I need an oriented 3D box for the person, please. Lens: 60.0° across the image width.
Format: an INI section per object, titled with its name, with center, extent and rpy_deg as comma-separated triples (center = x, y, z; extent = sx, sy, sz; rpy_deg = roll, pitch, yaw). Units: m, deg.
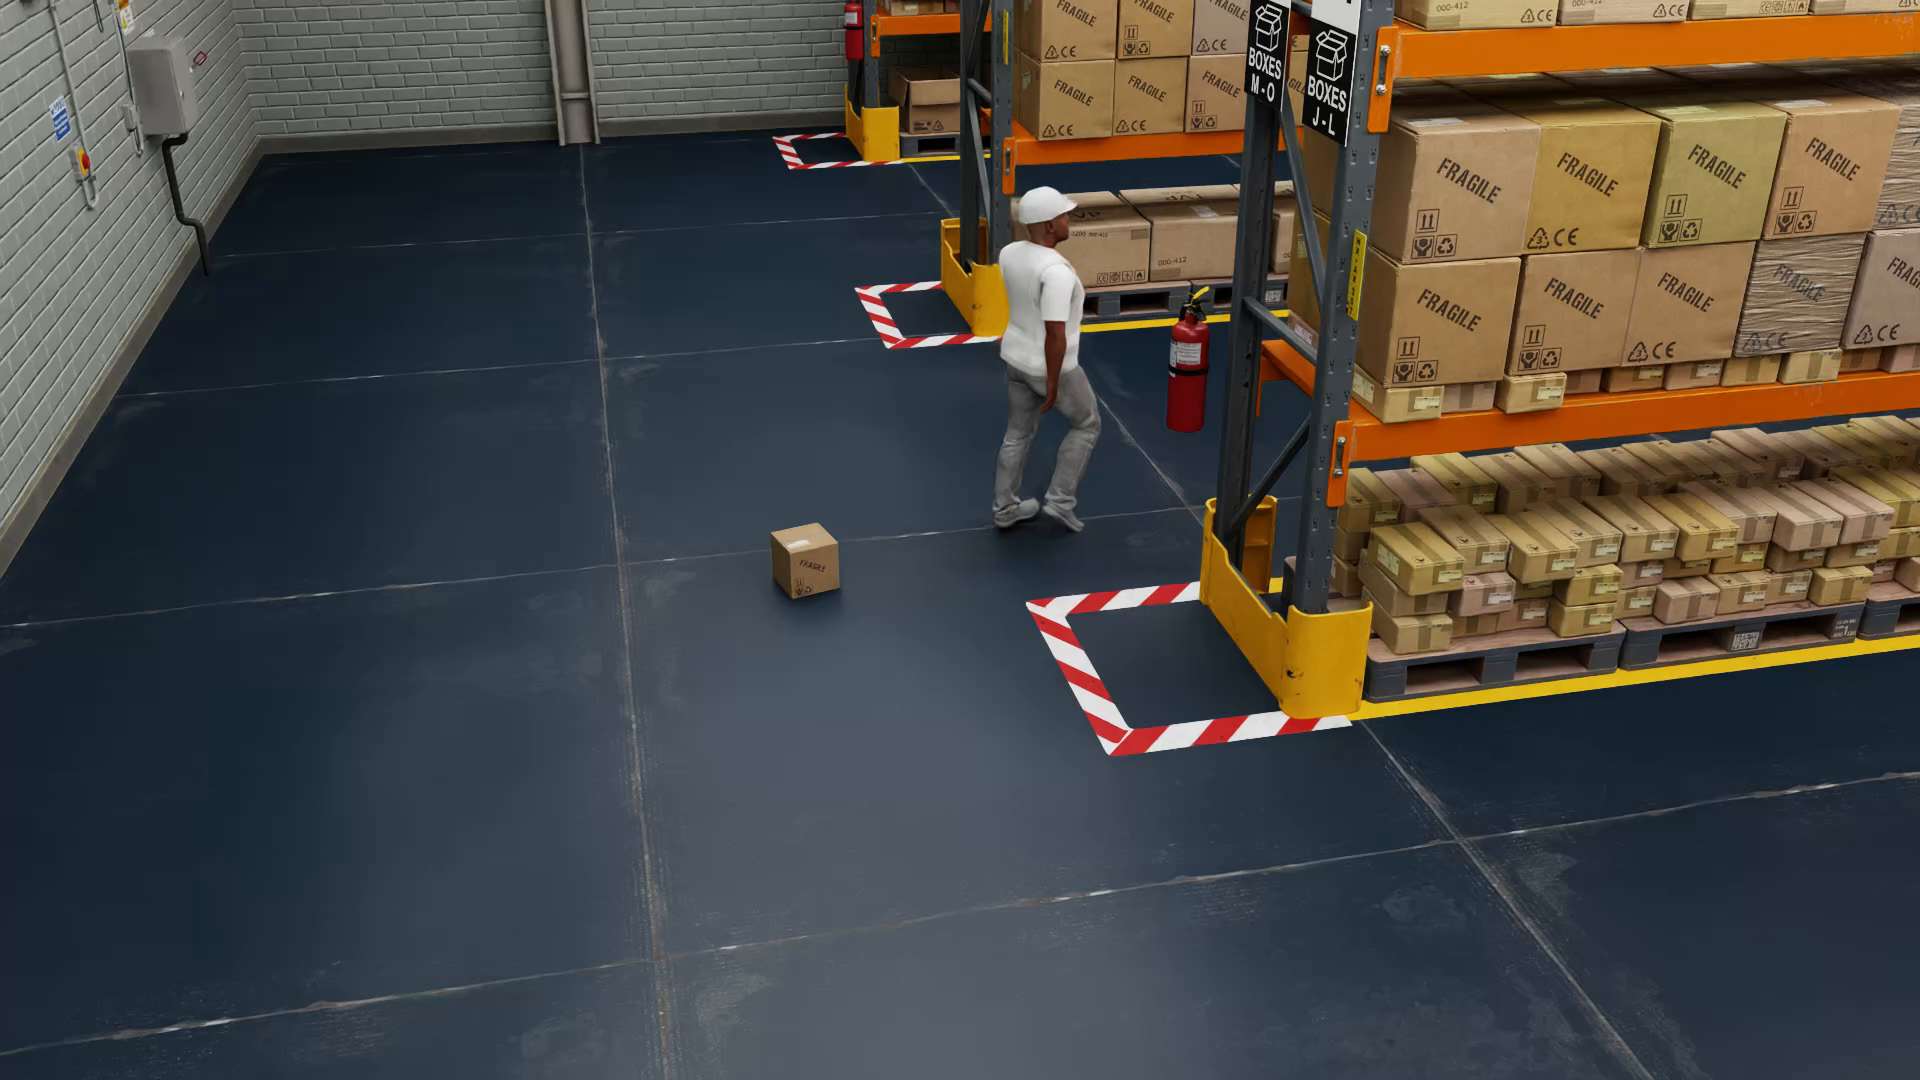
[person]
center = 0.421, -0.864, 8.314
extent = 0.524, 1.814, 0.574
rpy_deg = -18, 32, -31
